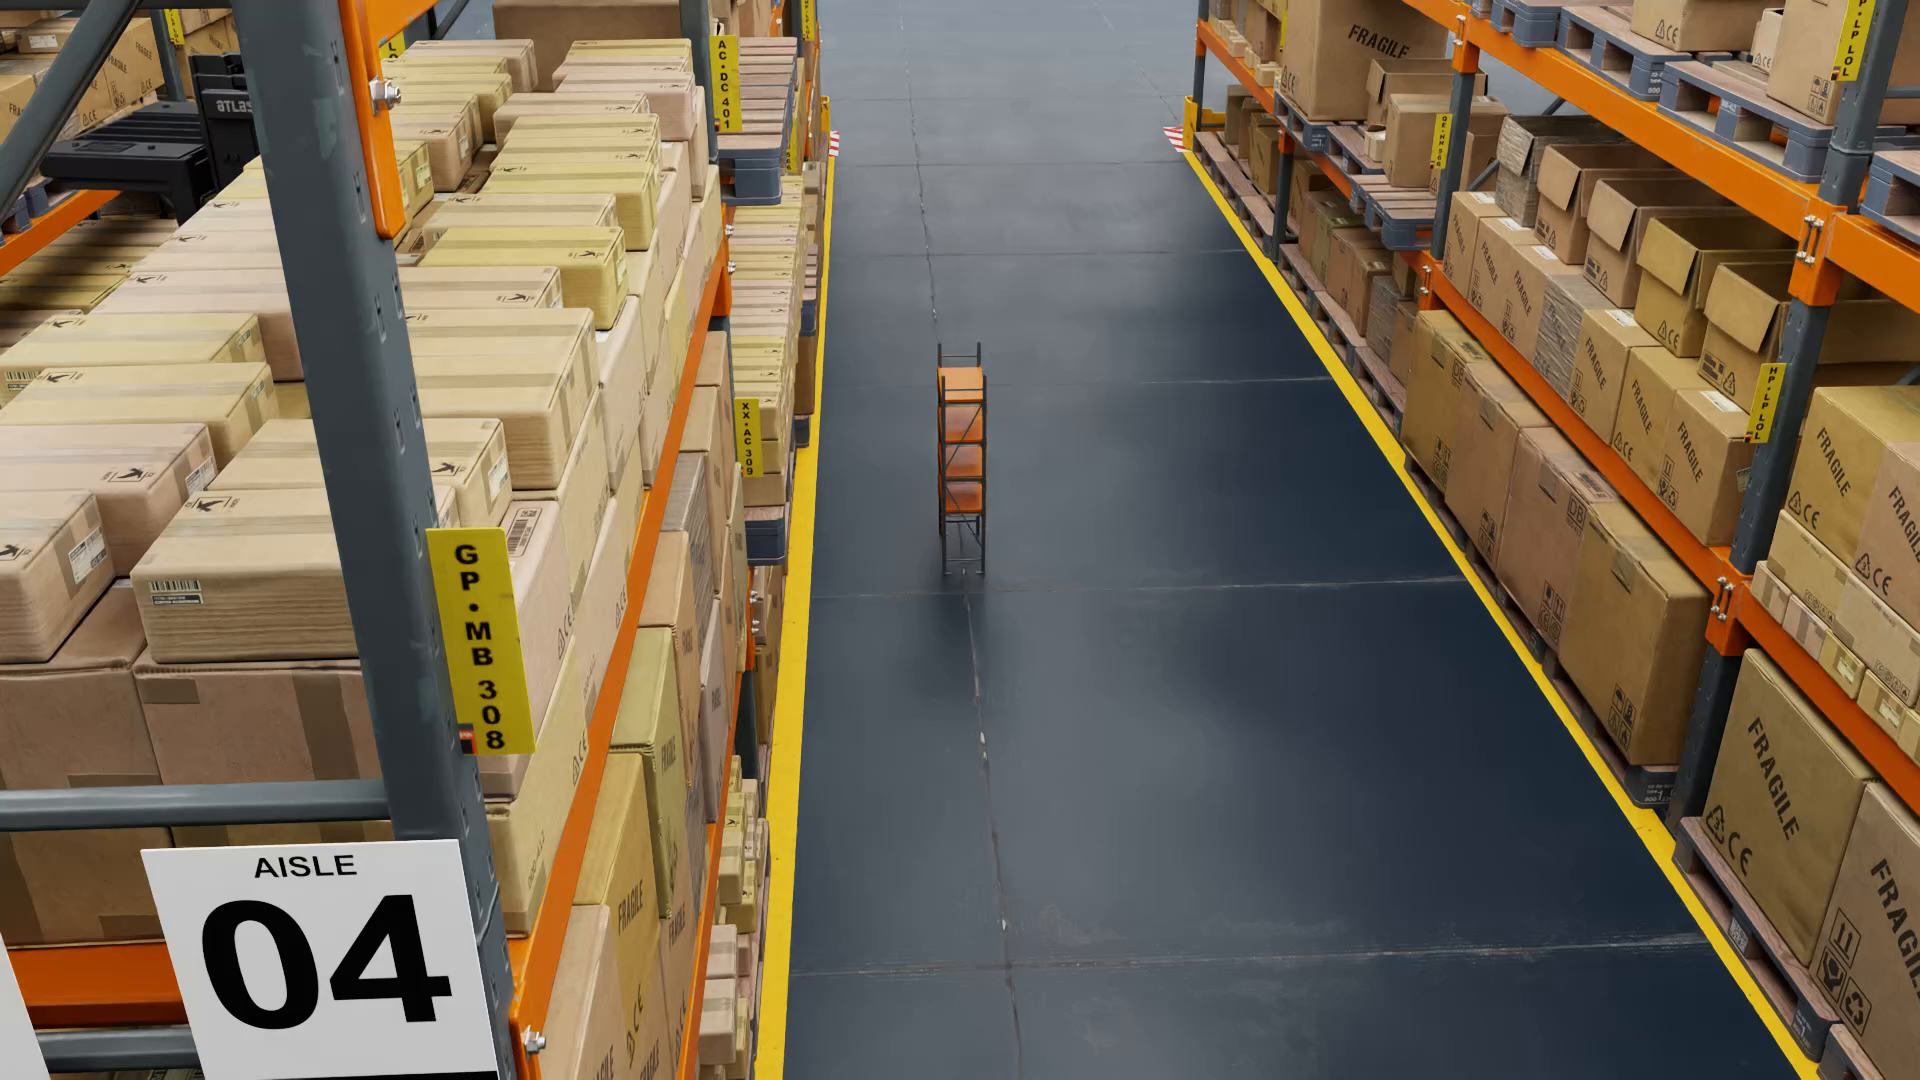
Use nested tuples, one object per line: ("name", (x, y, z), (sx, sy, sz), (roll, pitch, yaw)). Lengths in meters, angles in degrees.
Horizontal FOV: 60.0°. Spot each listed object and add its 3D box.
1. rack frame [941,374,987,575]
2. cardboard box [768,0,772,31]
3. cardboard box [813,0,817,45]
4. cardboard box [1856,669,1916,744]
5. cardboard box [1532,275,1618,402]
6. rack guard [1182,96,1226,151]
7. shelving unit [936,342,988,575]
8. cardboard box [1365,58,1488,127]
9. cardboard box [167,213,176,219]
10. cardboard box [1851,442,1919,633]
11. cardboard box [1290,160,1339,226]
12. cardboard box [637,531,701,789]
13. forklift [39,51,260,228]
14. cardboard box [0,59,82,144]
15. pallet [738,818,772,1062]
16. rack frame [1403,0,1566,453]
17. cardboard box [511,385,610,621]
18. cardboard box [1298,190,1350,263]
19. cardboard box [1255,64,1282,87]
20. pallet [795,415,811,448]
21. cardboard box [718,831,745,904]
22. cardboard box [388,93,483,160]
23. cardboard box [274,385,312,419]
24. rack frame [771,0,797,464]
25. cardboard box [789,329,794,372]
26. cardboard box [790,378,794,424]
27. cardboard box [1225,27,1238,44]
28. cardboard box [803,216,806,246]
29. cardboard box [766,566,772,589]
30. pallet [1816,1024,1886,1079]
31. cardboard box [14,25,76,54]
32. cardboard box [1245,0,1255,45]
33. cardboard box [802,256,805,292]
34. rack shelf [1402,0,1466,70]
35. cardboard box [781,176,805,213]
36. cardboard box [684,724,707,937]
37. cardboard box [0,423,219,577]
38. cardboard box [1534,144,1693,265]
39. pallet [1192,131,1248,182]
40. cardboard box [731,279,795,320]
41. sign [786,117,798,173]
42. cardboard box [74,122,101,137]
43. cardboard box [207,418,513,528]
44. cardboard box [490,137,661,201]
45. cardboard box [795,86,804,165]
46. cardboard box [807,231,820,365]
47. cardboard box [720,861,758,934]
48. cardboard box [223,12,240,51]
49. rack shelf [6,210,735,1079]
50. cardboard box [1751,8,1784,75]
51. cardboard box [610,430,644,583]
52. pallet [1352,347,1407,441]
("rack frame", (0.021, -0.343, 9.110), (0.240, 1.200, 0.015), (-1, 28, -3))
("cardboard box", (-1.272, -2.950, 8.810), (0.500, 0.500, 0.500), (-1, 28, -3))
("cardboard box", (-1.859, -5.170, 16.257), (0.875, 0.550, 0.550), (-1, 28, -3))
("cardboard box", (3.338, 0.562, 5.701), (0.380, 0.149, 0.250), (-2, 28, -4))
("cardboard box", (3.240, -1.014, 8.342), (0.500, 0.500, 0.500), (-1, 28, -2))
("rack guard", (2.989, -4.457, 17.755), (1.175, 0.500, 0.348), (-1, 28, -3))
("shelving unit", (0.009, -0.456, 9.326), (0.258, 1.200, 0.503), (-1, 28, -3))
("cardboard box", (3.376, -3.187, 12.051), (0.797, 0.503, 0.637), (1, 28, 3))
("cardboard box", (-6.464, -2.760, 14.318), (0.500, 0.250, 0.500), (-3, 28, -5))
("cardboard box", (3.399, -0.002, 5.539), (0.500, 0.500, 0.500), (-1, 28, -3))
("cardboard box", (3.213, -3.017, 14.540), (0.500, 0.500, 0.500), (-2, 28, -4))
("cardboard box", (-0.964, 0.319, 4.383), (0.500, 0.500, 0.500), (-2, 28, -4))
("forklift", (-3.868, -1.136, 8.758), (3.031, 2.935, 1.130), (3, 28, 6))
("cardboard box", (-6.373, -2.959, 11.296), (0.500, 0.500, 0.500), (-2, 28, -5))
("pallet", (-1.277, 1.560, 6.531), (1.003, 0.211, 1.213), (-1, 28, -3))
("rack frame", (3.402, -1.906, 10.161), (1.000, 3.000, 0.127), (-1, 28, -3))
("cardboard box", (-0.930, -0.074, 3.026), (0.500, 0.250, 0.500), (-2, 28, -3))
("cardboard box", (3.204, -2.556, 13.634), (0.700, 0.500, 0.500), (-3, 28, -7))
("cardboard box", (2.808, -4.079, 14.600), (0.380, 0.149, 0.250), (-1, 28, -3))
("pallet", (-1.522, -0.963, 11.367), (1.003, 0.211, 1.213), (-1, 28, -3))
("cardboard box", (-0.996, 1.218, 6.156), (0.380, 0.149, 0.250), (-2, 28, -3))
("cardboard box", (-1.555, -1.145, 4.649), (0.380, 0.149, 0.250), (-2, 28, -4))
("cardboard box", (-1.444, -0.066, 3.011), (0.500, 0.250, 0.500), (-2, 28, -4))
("rack frame", (-1.556, -1.833, 10.021), (1.000, 3.000, 0.127), (-1, 28, -3))
("cardboard box", (-0.968, -0.869, 7.668), (0.380, 0.149, 0.250), (0, 28, -1))
("cardboard box", (-0.950, -0.613, 7.499), (0.380, 0.149, 0.250), (-1, 28, -2))
("cardboard box", (2.793, -4.890, 16.153), (0.380, 0.149, 0.250), (-1, 28, -3))
("cardboard box", (-1.060, -1.699, 9.260), (0.380, 0.149, 0.250), (0, 28, -1))
("cardboard box", (-1.152, 0.010, 7.924), (0.500, 0.250, 0.500), (-1, 28, -1))
("pallet", (3.640, 2.095, 5.504), (1.003, 0.211, 1.213), (-1, 28, -3))
("cardboard box", (-6.366, -3.512, 11.655), (0.380, 0.149, 0.250), (-3, 28, -5))
("cardboard box", (3.129, -4.831, 15.339), (0.875, 0.500, 0.500), (-1, 28, -3))
("cardboard box", (-1.046, -1.458, 9.119), (0.380, 0.149, 0.250), (-1, 28, -2))
("rack shelf", (3.298, -3.841, 11.405), (1.077, 0.370, 4.000), (-1, 28, -3))
("cardboard box", (-1.073, -1.956, 9.431), (0.380, 0.149, 0.250), (-2, 28, -5))
("cardboard box", (-0.985, 0.763, 4.614), (0.500, 0.500, 0.500), (-2, 28, -4))
("cardboard box", (-1.386, -0.063, 2.573), (0.380, 0.149, 0.250), (-1, 28, -2))
("cardboard box", (3.456, -1.756, 8.681), (0.797, 0.503, 0.637), (-1, 28, -1))
("pallet", (2.996, -3.953, 17.101), (1.003, 0.211, 1.213), (-1, 28, -3))
("cardboard box", (-0.977, -1.114, 7.817), (0.380, 0.149, 0.250), (0, 28, -1))
("sign", (-1.015, -2.329, 9.805), (0.100, 0.325, 0.005), (-1, 28, -3))
("cardboard box", (-6.361, -2.886, 11.858), (0.380, 0.149, 0.250), (-1, 28, -3))
("cardboard box", (-0.923, -0.074, 2.594), (0.380, 0.149, 0.250), (0, 28, -1))
("cardboard box", (-0.965, -0.913, 4.204), (0.380, 0.149, 0.250), (-2, 28, -3))
("cardboard box", (-1.418, -3.023, 12.195), (0.500, 0.500, 0.500), (-1, 28, -2))
("cardboard box", (-1.547, -1.709, 11.761), (1.050, 0.750, 0.750), (-1, 28, -2))
("cardboard box", (-0.955, 1.346, 6.233), (0.380, 0.149, 0.250), (-2, 28, -4))
("cardboard box", (-6.510, -4.364, 14.443), (0.500, 0.500, 0.500), (-2, 28, -3))
("rack shelf", (-1.243, -0.073, 4.181), (1.077, 0.370, 4.000), (-1, 28, -3))
("cardboard box", (3.644, -2.044, 6.825), (0.500, 0.311, 0.500), (-2, 28, -4))
("cardboard box", (-0.969, -0.096, 3.610), (0.500, 0.250, 0.500), (-2, 28, -4))
("pallet", (3.363, -1.031, 11.498), (1.003, 0.211, 1.213), (-1, 28, -3))
